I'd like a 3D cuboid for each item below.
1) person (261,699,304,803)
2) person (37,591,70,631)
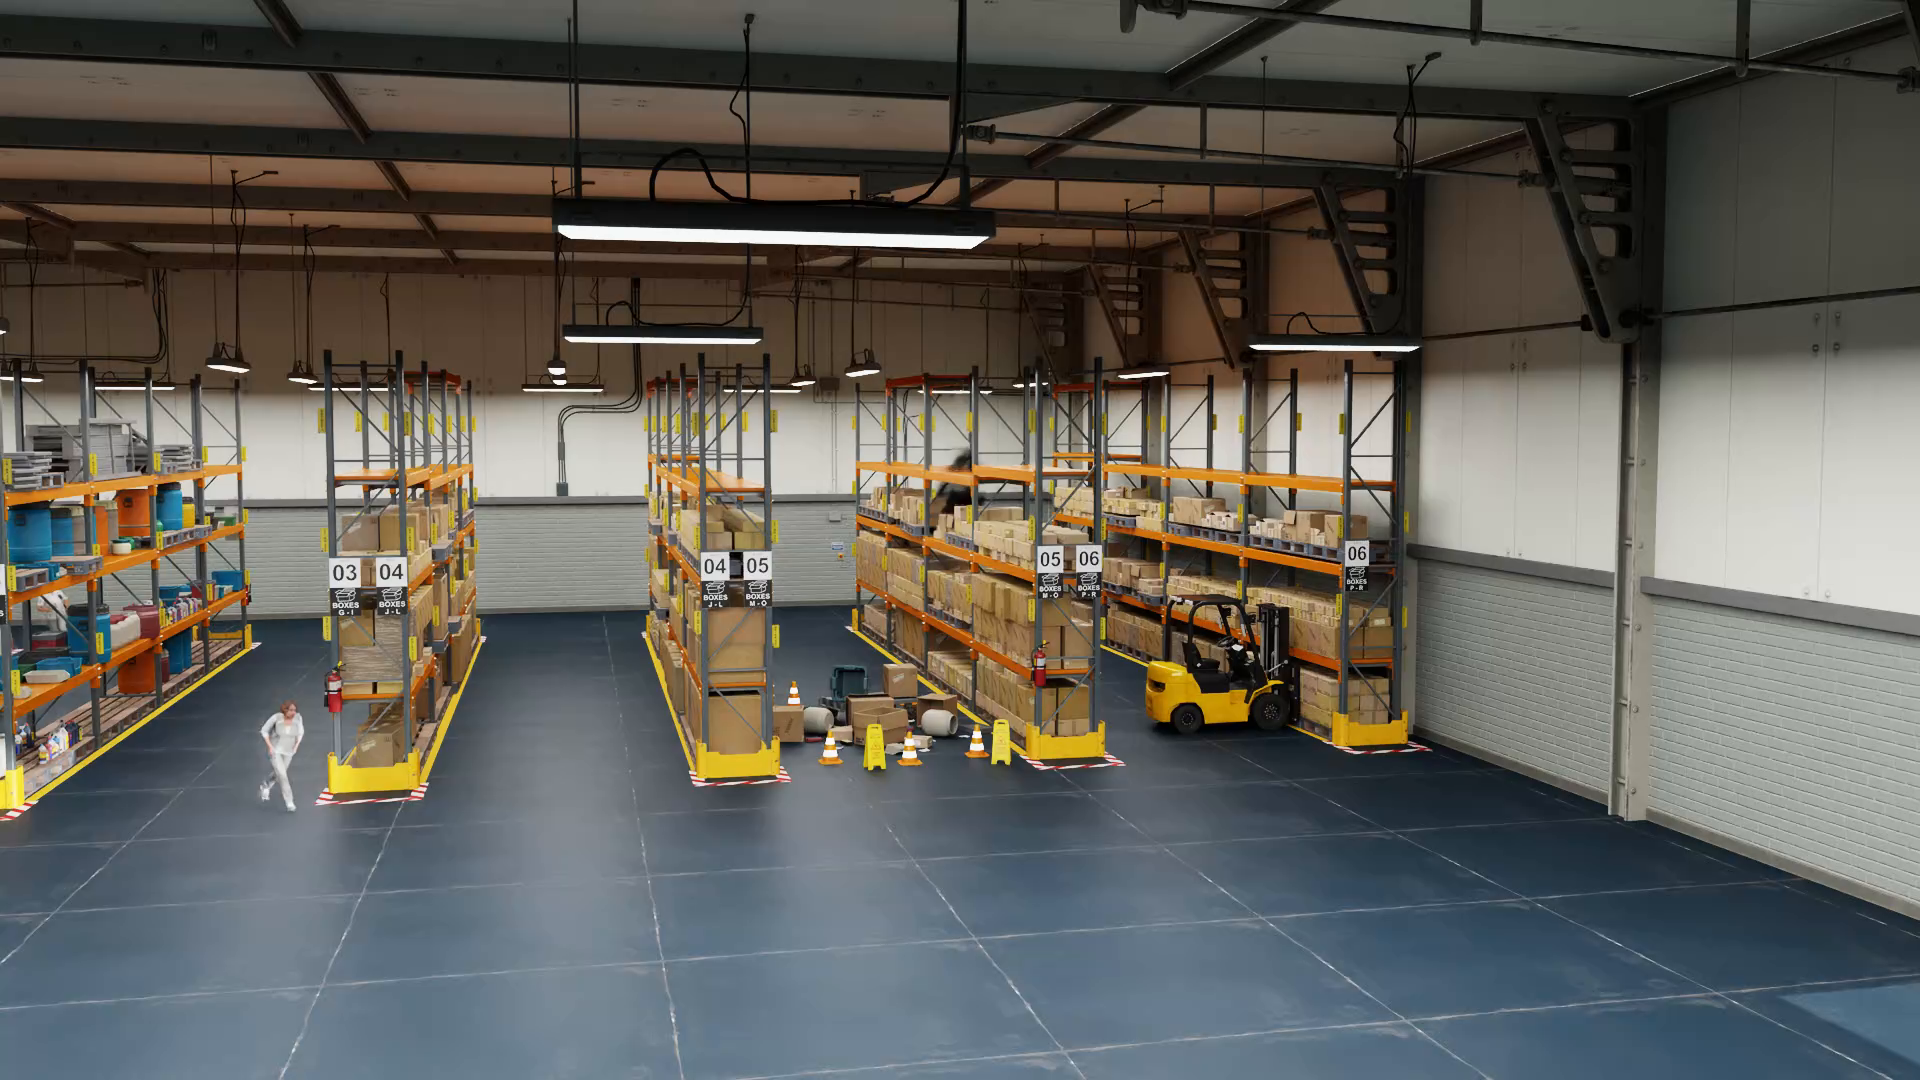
[{"bbox_3d":[-8.887,2.726,21.724,0.513,1.355,0.928,-4,5,-42],"label":"person"},{"bbox_3d":[-19.590,1.650,35.954,0.636,1.554,0.687,-3,5,-35],"label":"person"}]
